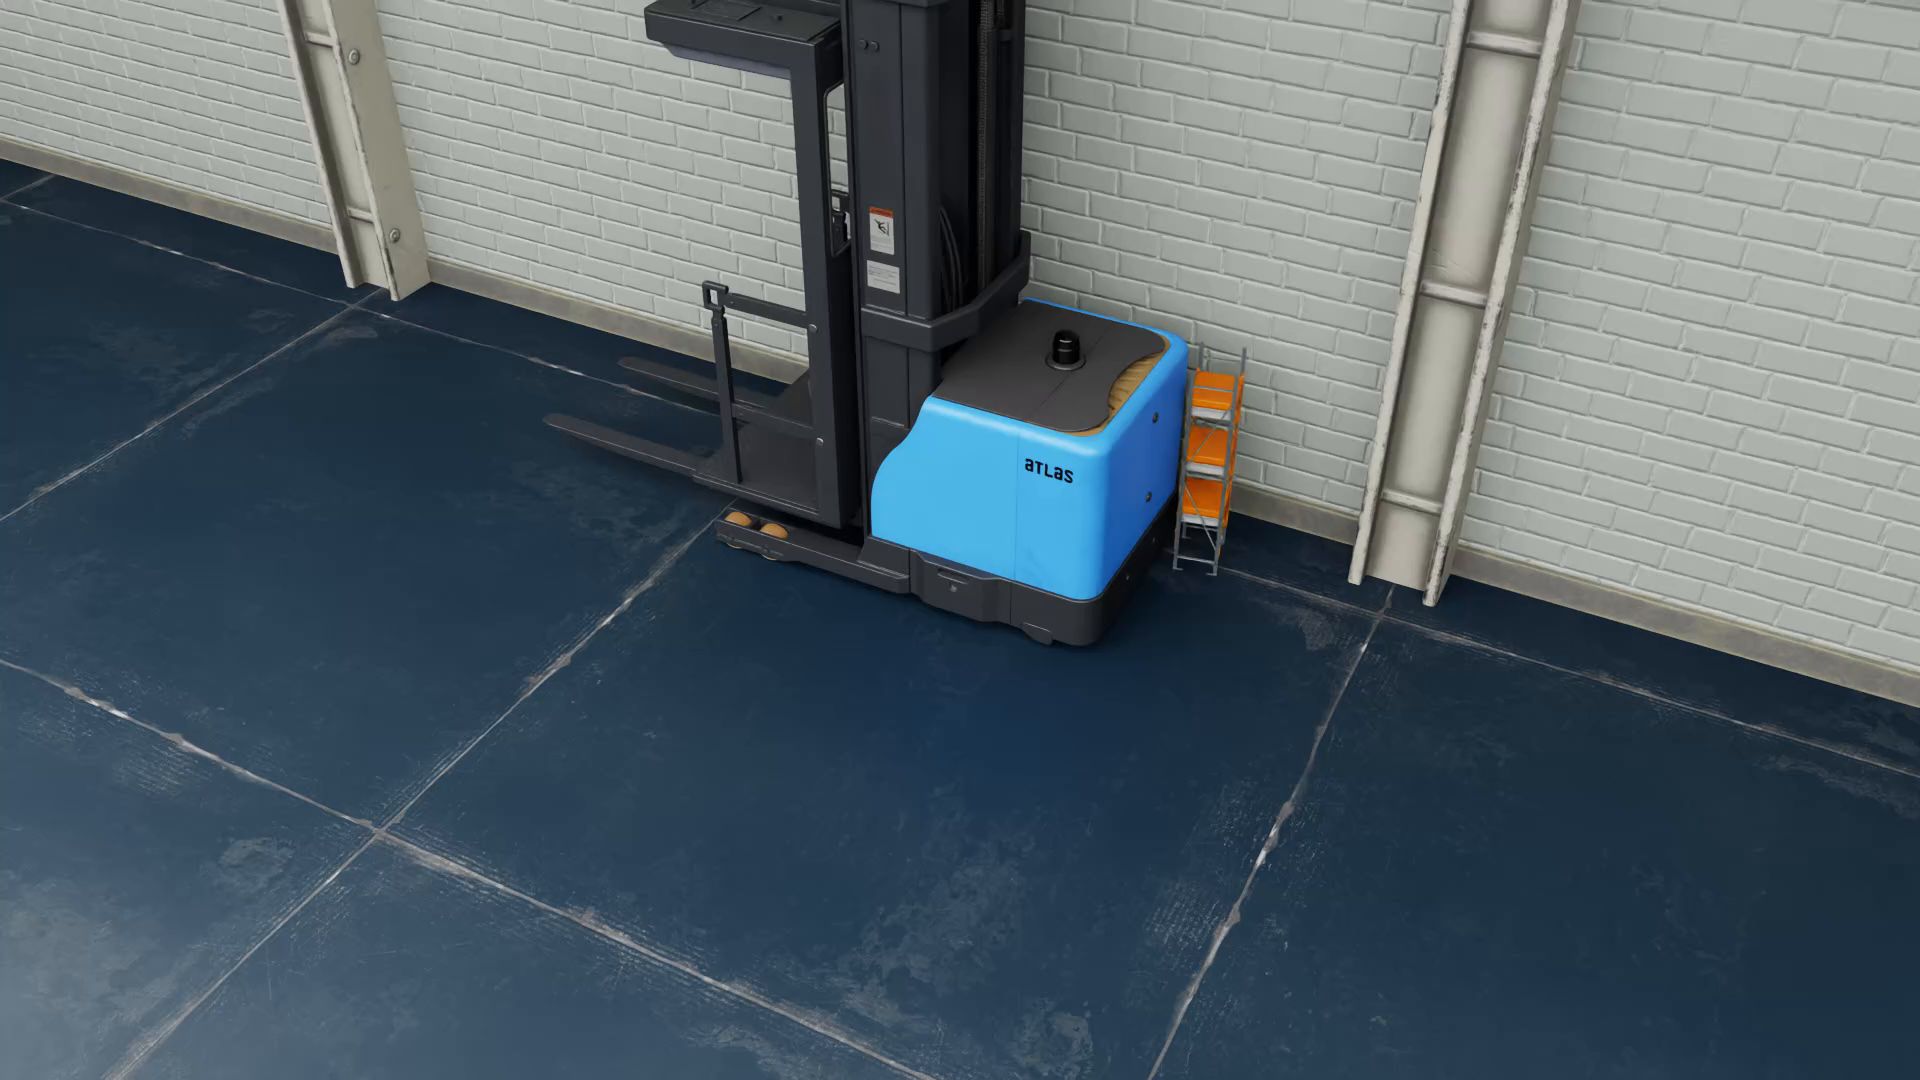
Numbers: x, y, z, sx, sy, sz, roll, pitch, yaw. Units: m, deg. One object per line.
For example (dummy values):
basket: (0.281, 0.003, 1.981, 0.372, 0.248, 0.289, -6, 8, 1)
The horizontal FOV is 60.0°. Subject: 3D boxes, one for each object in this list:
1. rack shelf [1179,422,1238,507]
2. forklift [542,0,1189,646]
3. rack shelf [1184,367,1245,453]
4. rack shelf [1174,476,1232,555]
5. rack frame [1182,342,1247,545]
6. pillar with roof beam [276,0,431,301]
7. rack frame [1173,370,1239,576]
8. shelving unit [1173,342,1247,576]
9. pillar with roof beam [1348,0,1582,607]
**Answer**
rack shelf: (1.097, -0.335, 7.340, 0.215, 0.259, 0.240, 9, 38, 13)
forklift: (-0.554, -1.340, 7.091, 3.031, 2.935, 1.130, 17, 40, 21)
rack shelf: (1.095, -0.562, 7.169, 0.215, 0.259, 0.240, 9, 38, 13)
rack shelf: (1.098, -0.114, 7.508, 0.215, 0.259, 0.240, 9, 38, 13)
rack frame: (1.130, -0.415, 7.427, 0.200, 1.050, 0.008, 9, 38, 13)
pillar with roof beam: (-5.313, -2.781, 3.971, 0.400, 9.000, 9.100, 17, 41, 21)
rack frame: (1.064, -0.273, 7.240, 0.200, 1.050, 0.008, 9, 38, 13)
shelving unit: (1.097, -0.344, 7.334, 0.215, 1.050, 0.252, 9, 38, 13)
pillar with roof beam: (0.015, -1.113, 1.773, 0.400, 9.000, 9.100, 17, 41, 21)
